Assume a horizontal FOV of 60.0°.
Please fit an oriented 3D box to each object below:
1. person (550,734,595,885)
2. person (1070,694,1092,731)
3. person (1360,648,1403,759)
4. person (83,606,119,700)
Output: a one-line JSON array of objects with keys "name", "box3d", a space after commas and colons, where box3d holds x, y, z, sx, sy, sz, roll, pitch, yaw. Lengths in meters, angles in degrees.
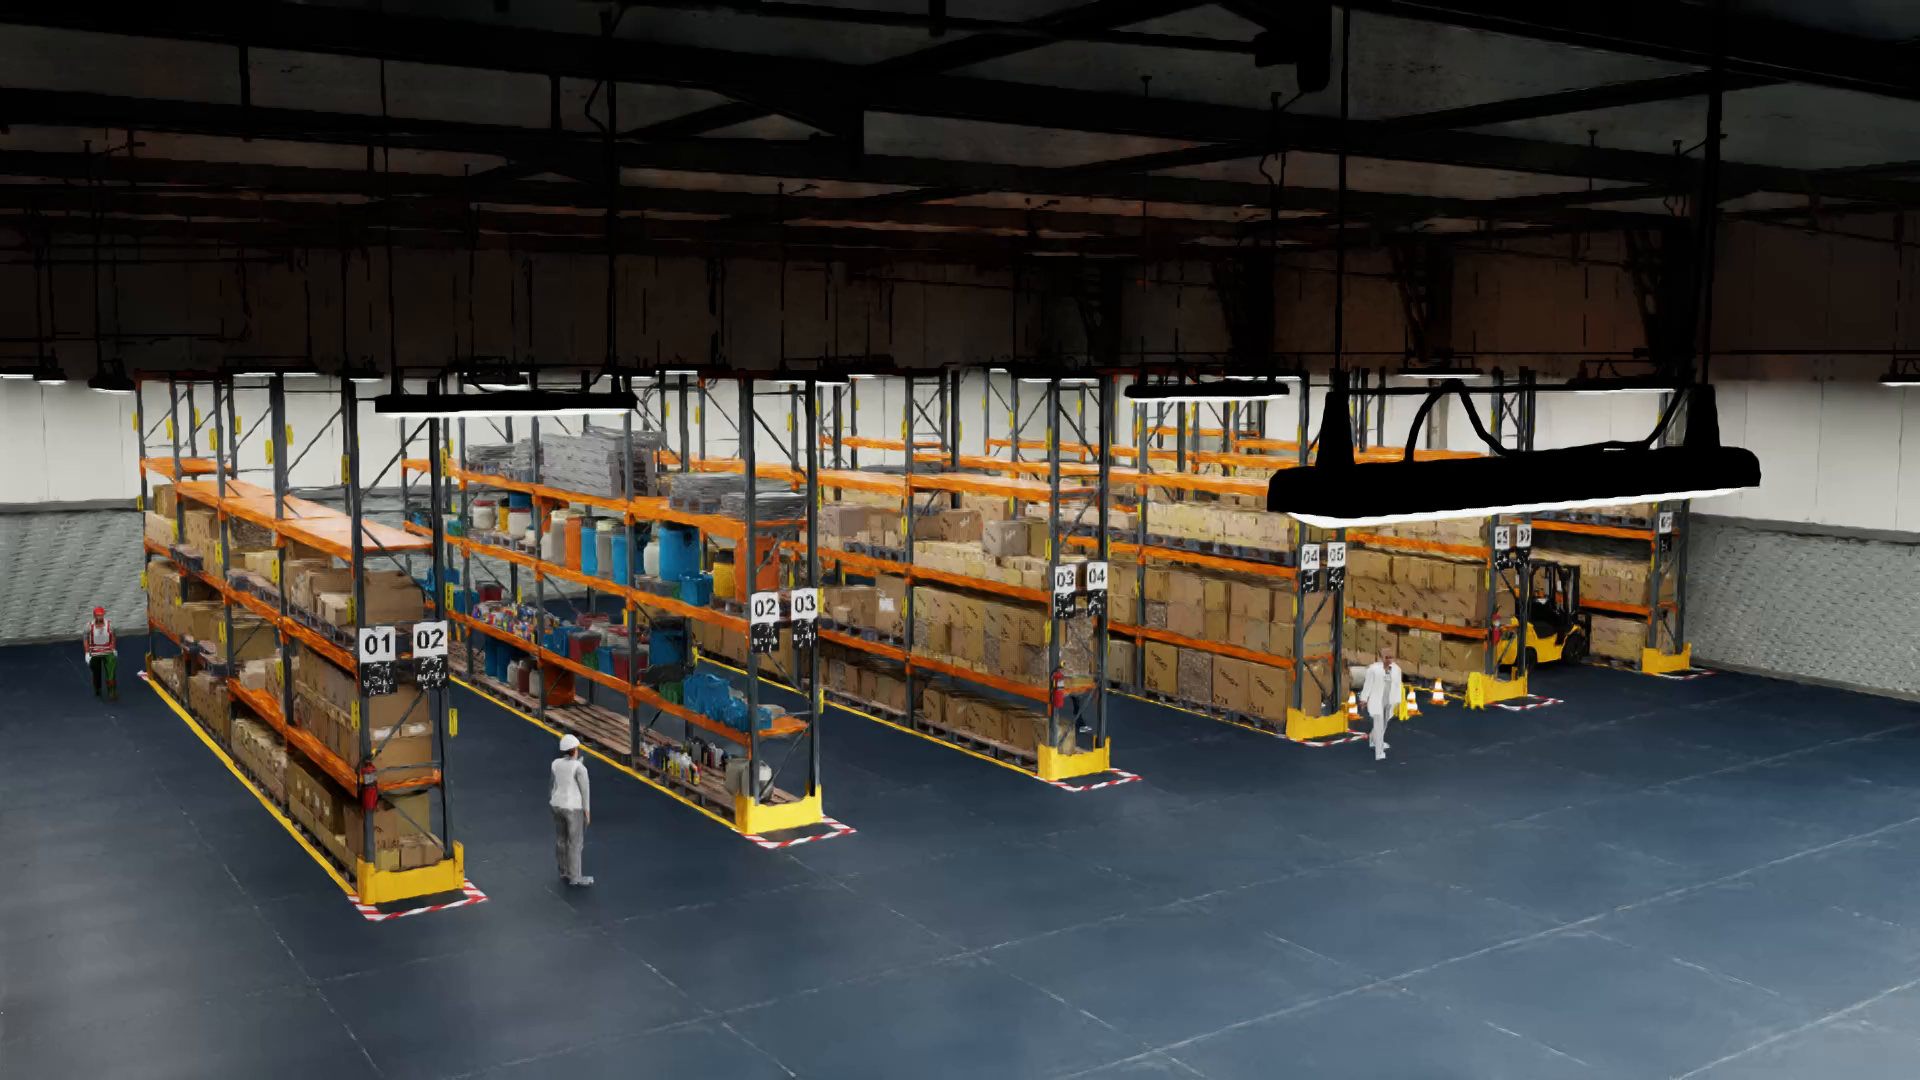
[{"name": "person", "box3d": [-4.633, 3.193, 19.901, 0.598, 1.777, 0.463, 3, 7, 28]}, {"name": "person", "box3d": [1.790, 2.423, 27.868, 0.417, 1.517, 1.037, -4, 8, -31]}, {"name": "person", "box3d": [6.639, 2.537, 26.113, 0.626, 1.736, 1.043, -1, 7, -12]}, {"name": "person", "box3d": [-15.676, 2.046, 30.346, 0.553, 1.709, 1.120, -4, 8, -31]}]
